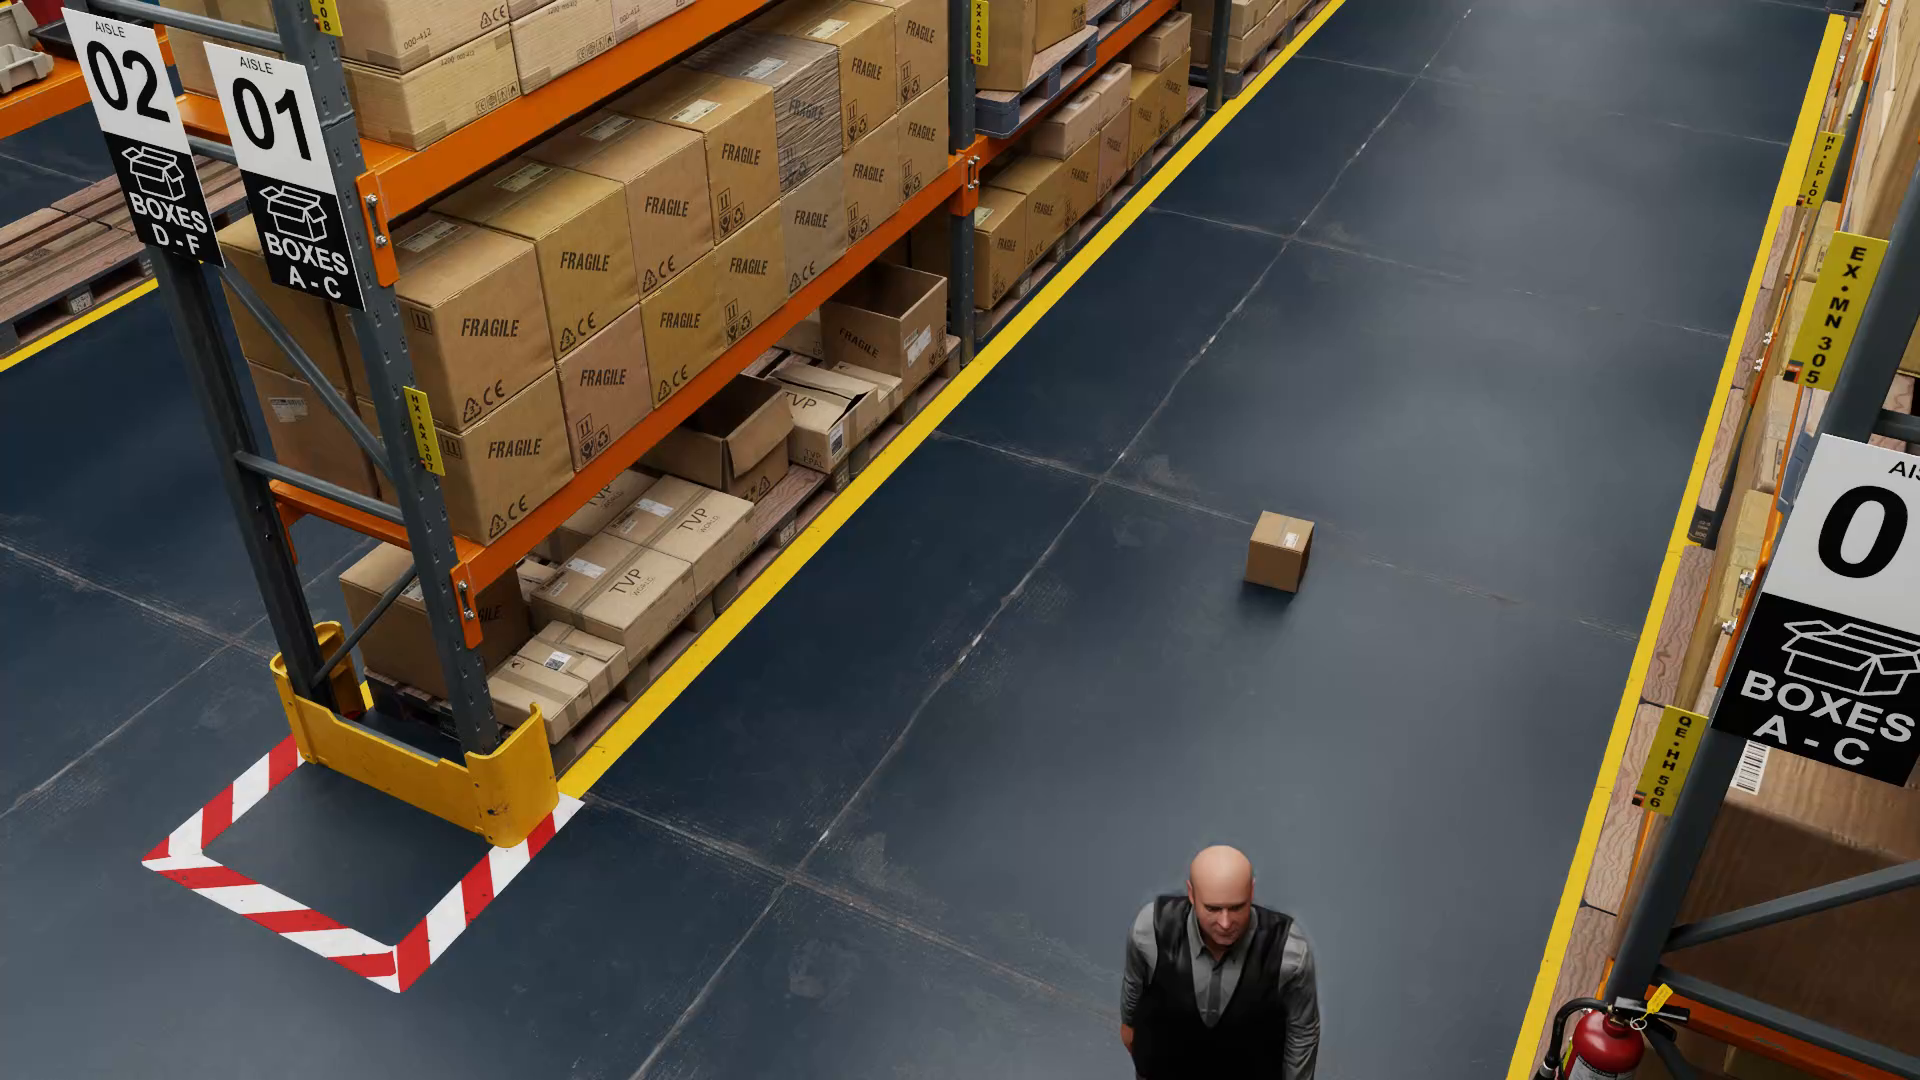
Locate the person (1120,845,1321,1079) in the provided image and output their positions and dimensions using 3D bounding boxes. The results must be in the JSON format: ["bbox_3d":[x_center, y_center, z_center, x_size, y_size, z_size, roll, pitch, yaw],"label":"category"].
[{"bbox_3d":[0.728,1.535,4.799,0.550,1.684,1.021,4,38,5],"label":"person"}]
